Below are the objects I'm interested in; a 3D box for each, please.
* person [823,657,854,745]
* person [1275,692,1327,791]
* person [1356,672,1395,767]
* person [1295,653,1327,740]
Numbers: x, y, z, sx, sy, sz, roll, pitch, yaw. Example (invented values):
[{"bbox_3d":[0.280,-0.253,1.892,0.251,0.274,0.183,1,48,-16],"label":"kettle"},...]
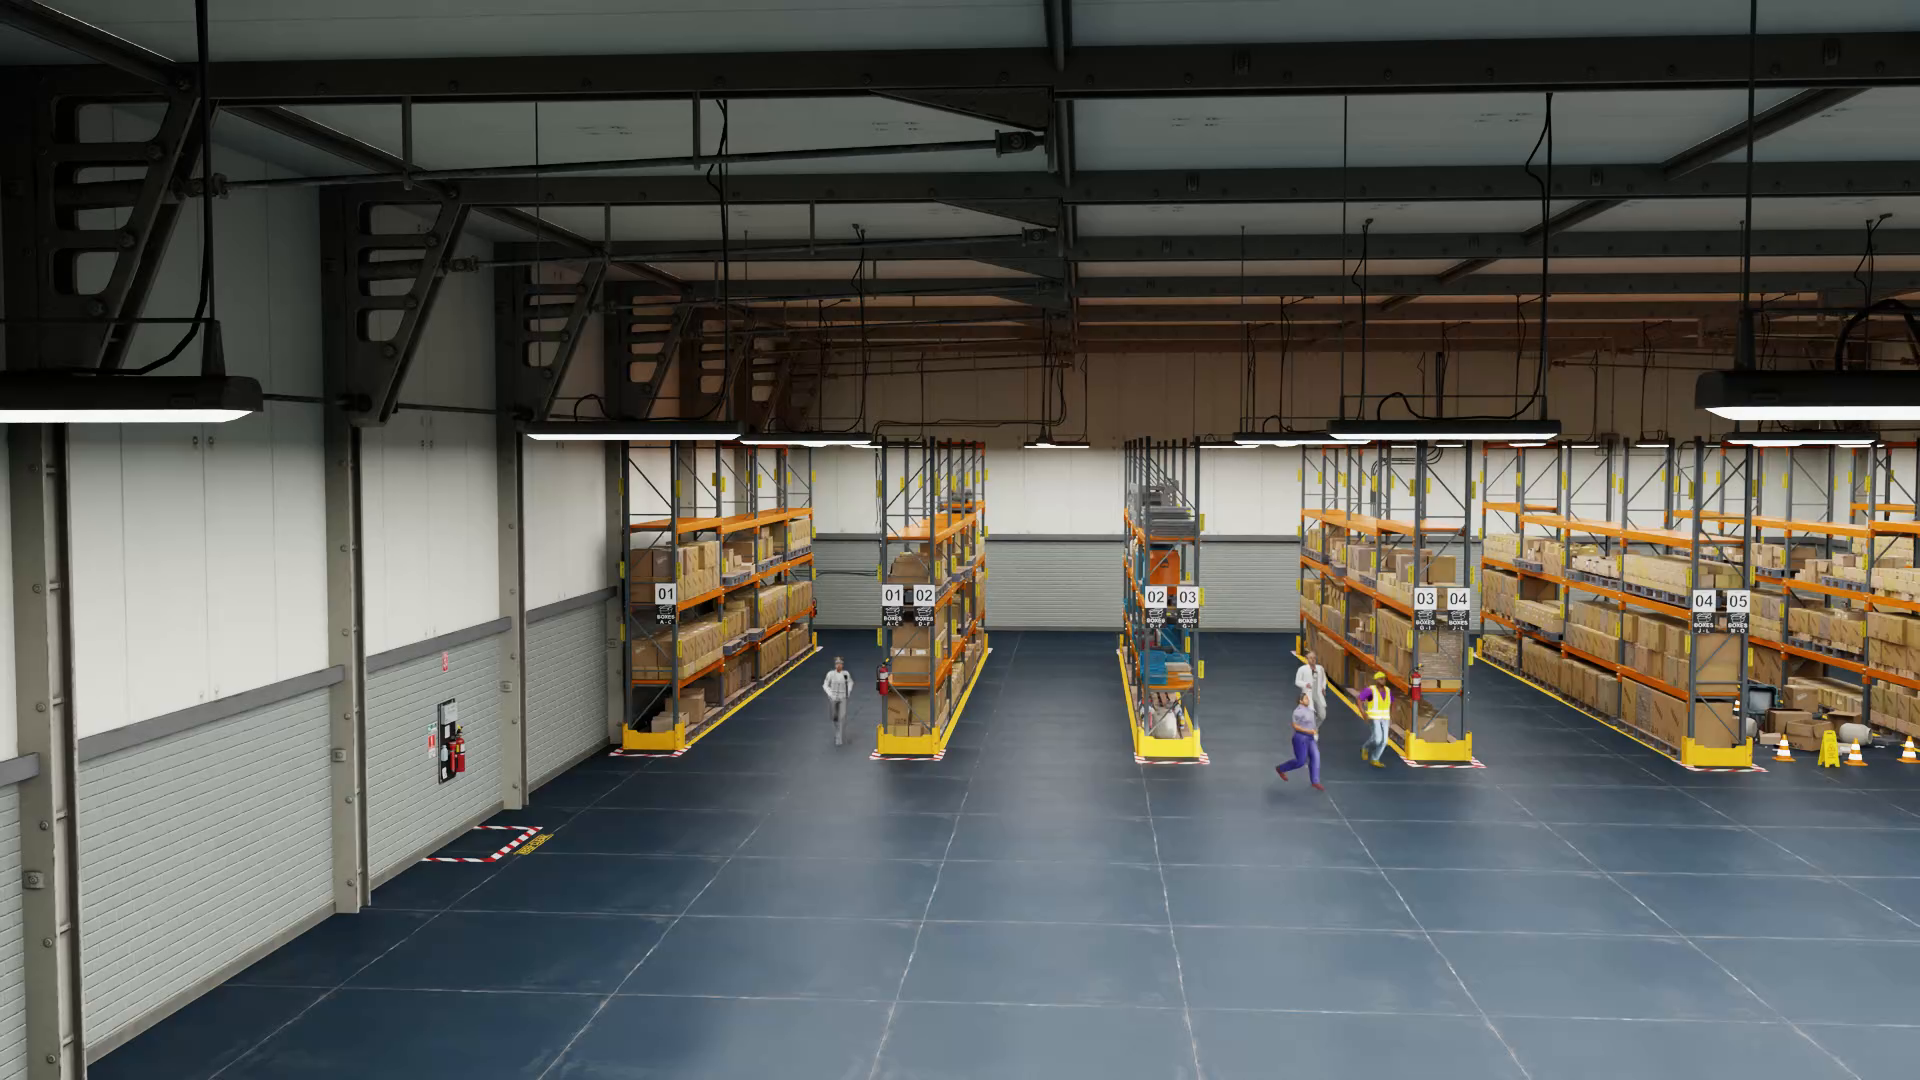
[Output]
[{"bbox_3d":[-2.412,3.144,32.924,0.592,1.690,1.025,0,3,1],"label":"person"},{"bbox_3d":[5.812,3.405,28.236,0.899,1.651,0.619,2,4,37],"label":"person"},{"bbox_3d":[7.597,3.213,30.157,0.732,1.652,0.517,-1,3,-17],"label":"person"},{"bbox_3d":[6.957,3.093,32.699,0.695,1.741,0.636,0,3,-9],"label":"person"}]
